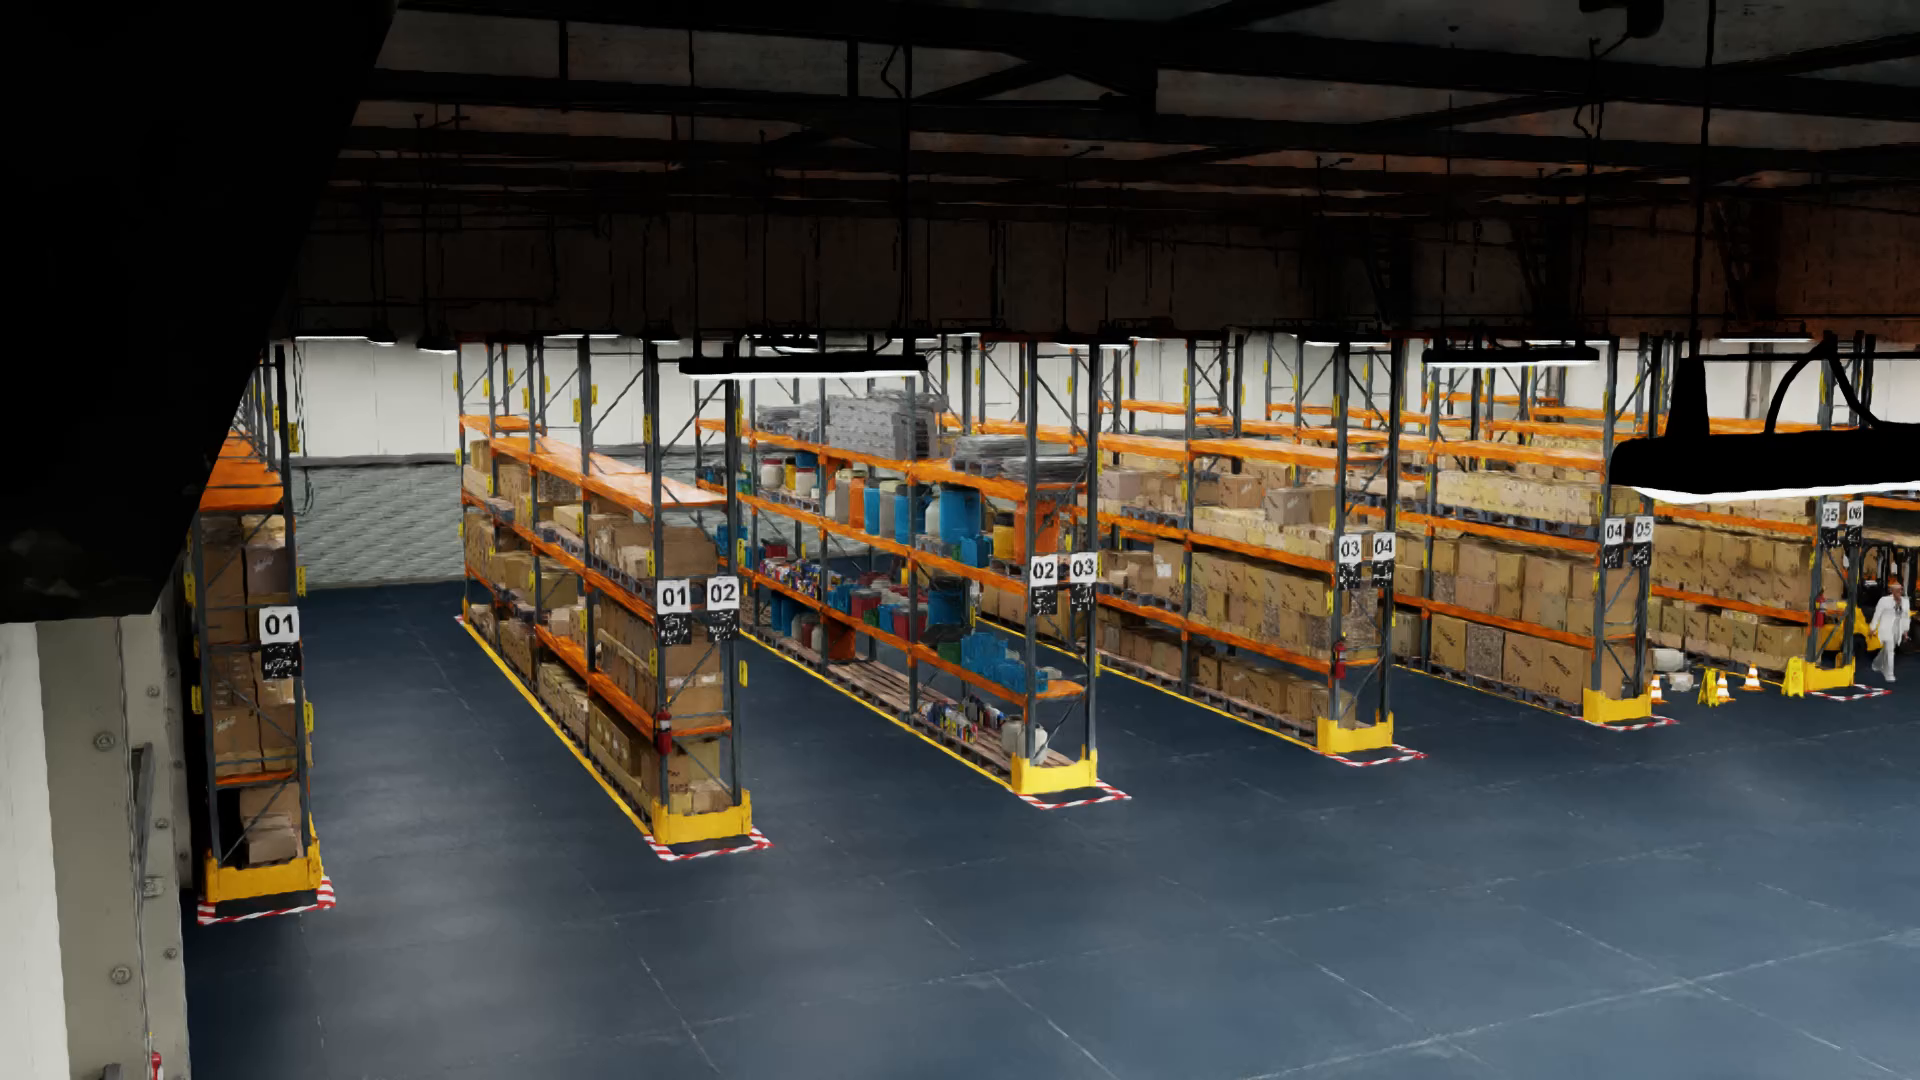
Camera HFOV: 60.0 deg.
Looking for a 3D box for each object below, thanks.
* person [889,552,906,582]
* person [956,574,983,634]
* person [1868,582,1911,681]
[{"bbox_3d":[-1.407,0.124,39.686,0.562,1.709,0.733,2,8,11],"label":"person"},{"bbox_3d":[0.216,1.054,32.818,0.563,1.707,1.127,-4,9,-26],"label":"person"},{"bbox_3d":[16.257,1.571,29.057,0.635,1.721,1.045,-1,8,-4],"label":"person"}]
